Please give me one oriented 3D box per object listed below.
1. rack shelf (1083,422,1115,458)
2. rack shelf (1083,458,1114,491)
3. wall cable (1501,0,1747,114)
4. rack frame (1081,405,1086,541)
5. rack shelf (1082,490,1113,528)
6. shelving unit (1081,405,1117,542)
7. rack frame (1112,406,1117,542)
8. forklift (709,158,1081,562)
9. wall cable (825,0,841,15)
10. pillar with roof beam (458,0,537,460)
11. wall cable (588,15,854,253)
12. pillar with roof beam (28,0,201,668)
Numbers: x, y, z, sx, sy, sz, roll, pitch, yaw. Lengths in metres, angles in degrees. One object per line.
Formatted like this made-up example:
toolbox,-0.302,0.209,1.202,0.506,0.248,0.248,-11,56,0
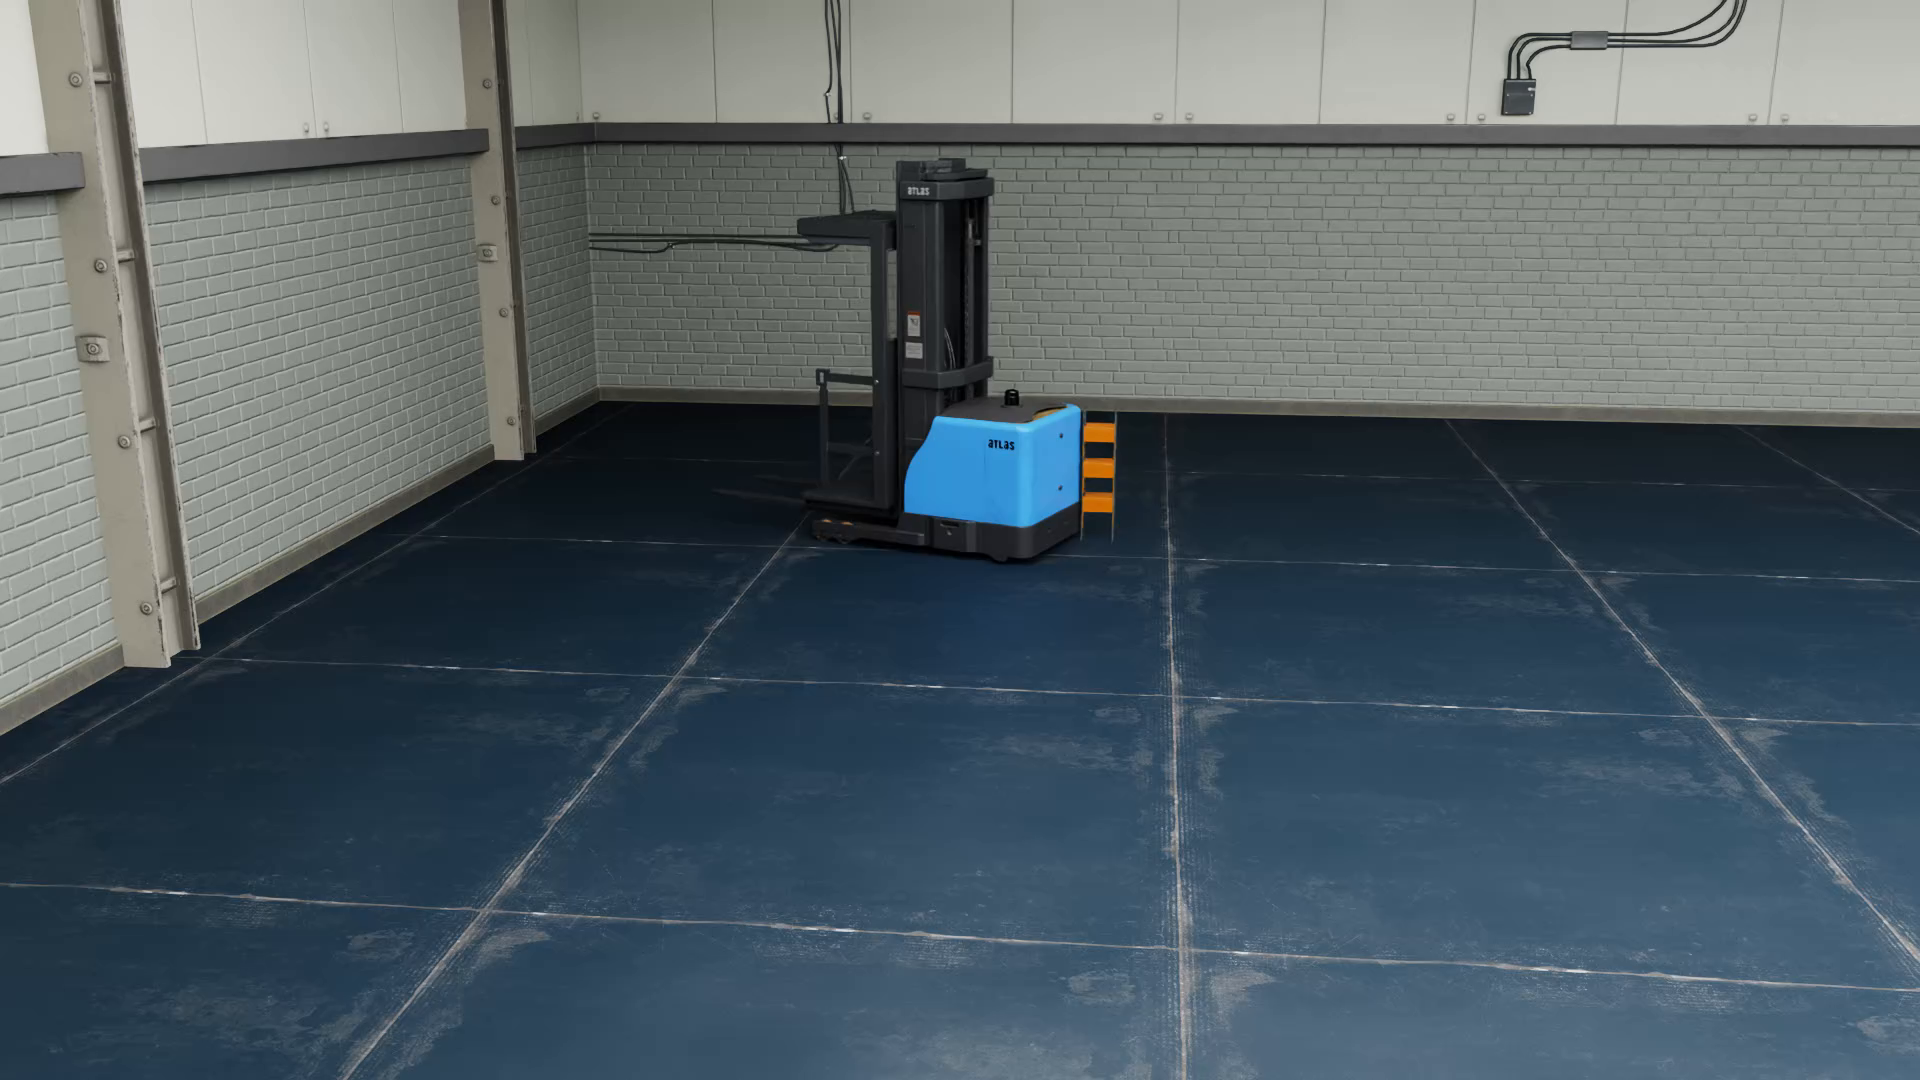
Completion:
rack shelf,1.093,-0.786,13.012,0.240,0.259,0.215,2,15,7
rack shelf,1.093,-0.512,13.086,0.240,0.259,0.215,2,15,7
wall cable,6.732,-7.251,16.223,2.305,6.003,0.169,2,15,6
rack frame,0.972,-0.526,13.098,0.008,1.050,0.200,2,15,7
rack shelf,1.093,-0.244,13.159,0.240,0.259,0.215,2,15,7
shelving unit,1.093,-0.523,13.083,0.252,1.050,0.215,2,15,7
rack frame,1.214,-0.519,13.069,0.008,1.050,0.200,2,15,7
forklift,-0.592,-1.503,13.104,3.031,2.935,1.130,8,17,27
wall cable,-0.011,-6.752,17.168,3.097,2.526,0.112,2,15,6
pillar with roof beam,-0.068,-5.041,14.566,9.100,9.000,0.400,2,15,6
wall cable,-2.699,-4.394,18.122,3.097,2.526,0.112,2,15,6
pillar with roof beam,-0.745,-3.485,8.811,9.100,9.000,0.400,2,15,6
